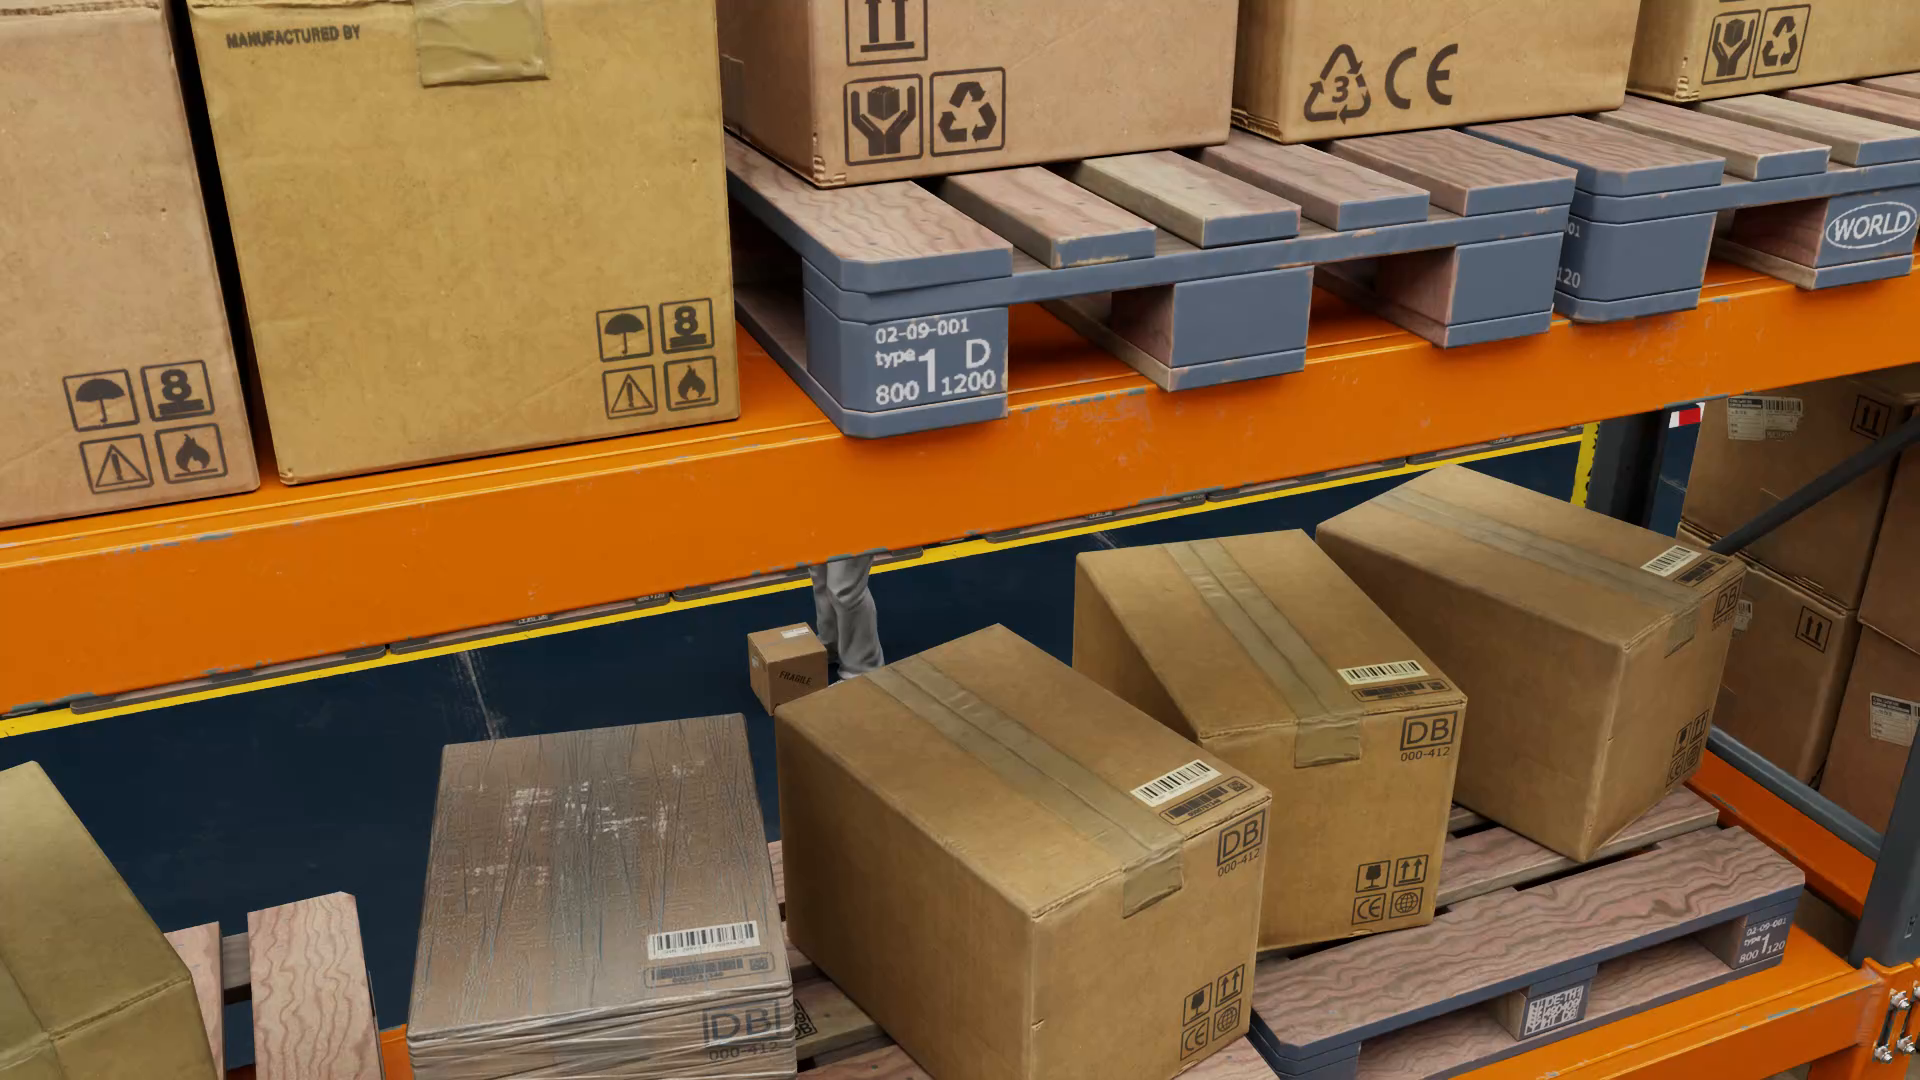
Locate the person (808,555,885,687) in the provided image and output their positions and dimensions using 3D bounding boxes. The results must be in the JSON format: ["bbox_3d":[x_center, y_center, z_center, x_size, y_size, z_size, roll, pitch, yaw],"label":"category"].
[{"bbox_3d":[-0.466,-0.172,6.466,0.360,1.672,0.488,-12,28,-22],"label":"person"}]
